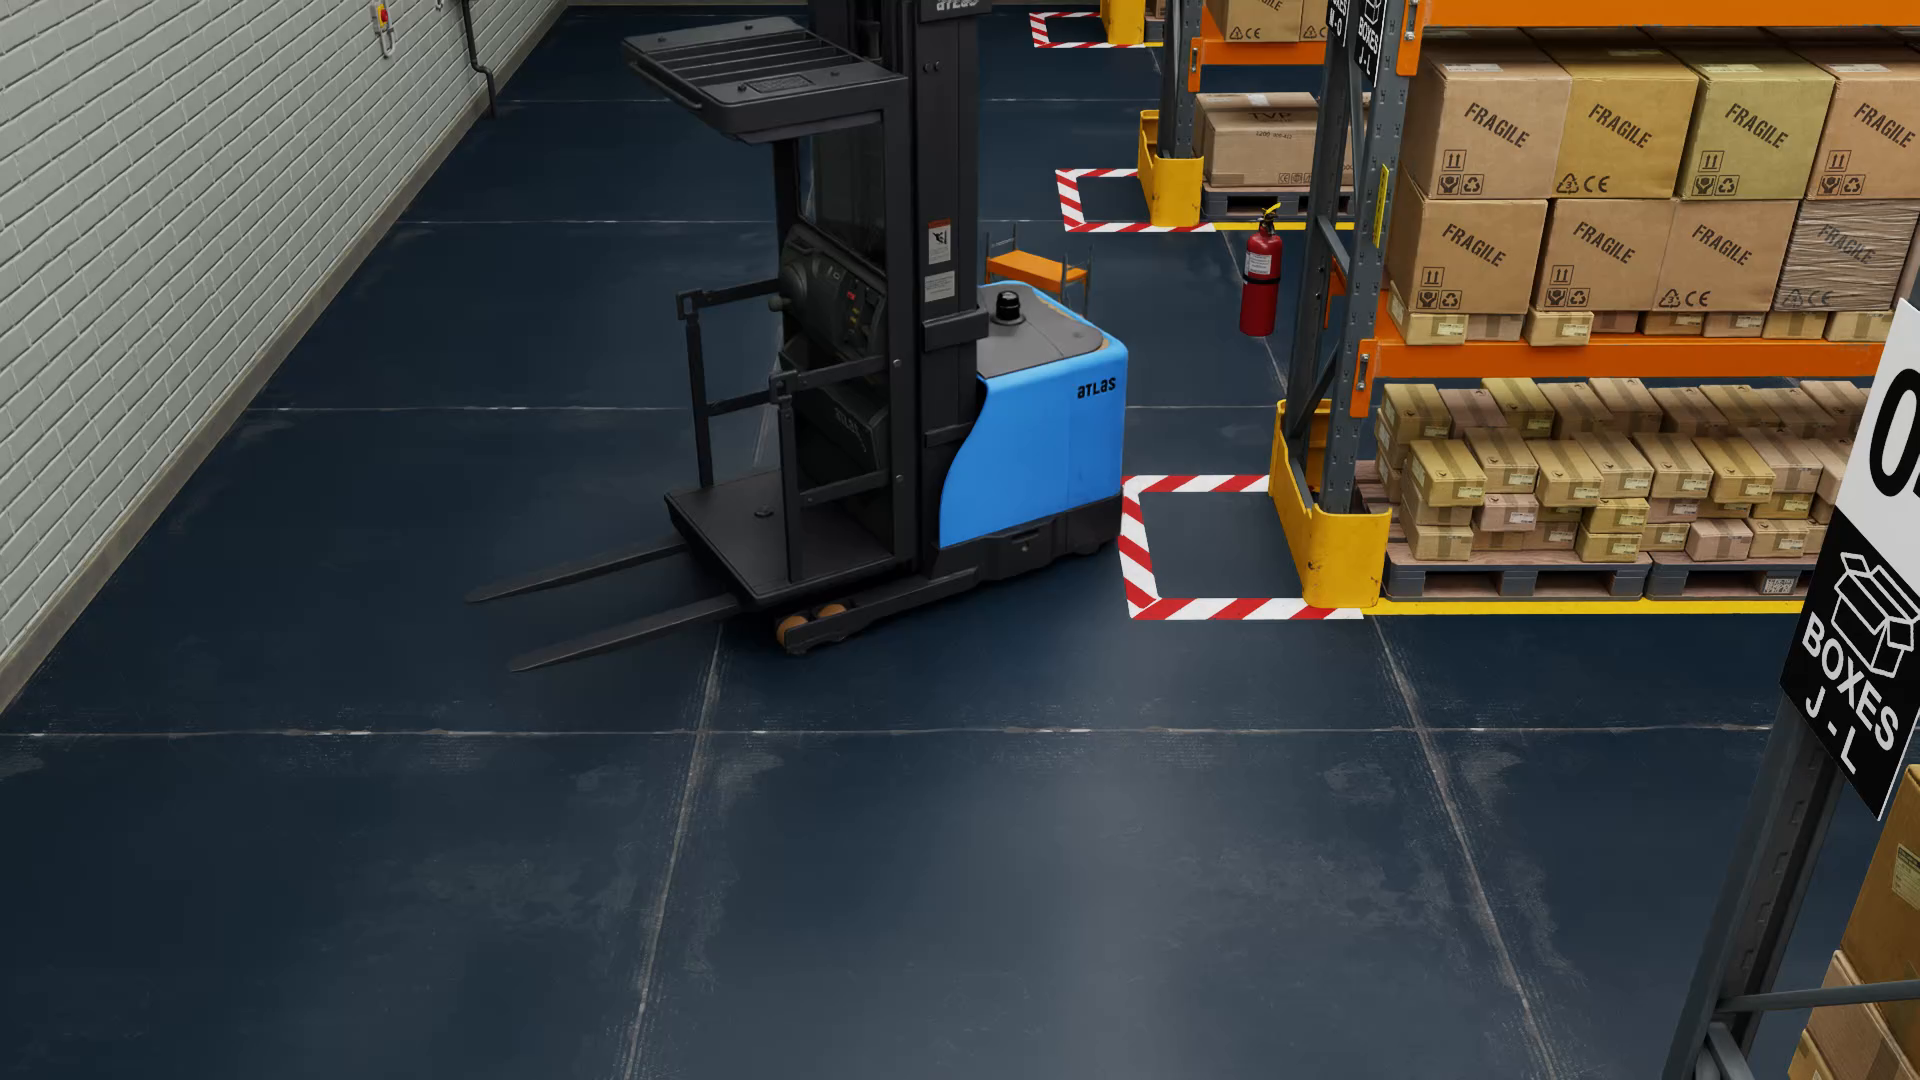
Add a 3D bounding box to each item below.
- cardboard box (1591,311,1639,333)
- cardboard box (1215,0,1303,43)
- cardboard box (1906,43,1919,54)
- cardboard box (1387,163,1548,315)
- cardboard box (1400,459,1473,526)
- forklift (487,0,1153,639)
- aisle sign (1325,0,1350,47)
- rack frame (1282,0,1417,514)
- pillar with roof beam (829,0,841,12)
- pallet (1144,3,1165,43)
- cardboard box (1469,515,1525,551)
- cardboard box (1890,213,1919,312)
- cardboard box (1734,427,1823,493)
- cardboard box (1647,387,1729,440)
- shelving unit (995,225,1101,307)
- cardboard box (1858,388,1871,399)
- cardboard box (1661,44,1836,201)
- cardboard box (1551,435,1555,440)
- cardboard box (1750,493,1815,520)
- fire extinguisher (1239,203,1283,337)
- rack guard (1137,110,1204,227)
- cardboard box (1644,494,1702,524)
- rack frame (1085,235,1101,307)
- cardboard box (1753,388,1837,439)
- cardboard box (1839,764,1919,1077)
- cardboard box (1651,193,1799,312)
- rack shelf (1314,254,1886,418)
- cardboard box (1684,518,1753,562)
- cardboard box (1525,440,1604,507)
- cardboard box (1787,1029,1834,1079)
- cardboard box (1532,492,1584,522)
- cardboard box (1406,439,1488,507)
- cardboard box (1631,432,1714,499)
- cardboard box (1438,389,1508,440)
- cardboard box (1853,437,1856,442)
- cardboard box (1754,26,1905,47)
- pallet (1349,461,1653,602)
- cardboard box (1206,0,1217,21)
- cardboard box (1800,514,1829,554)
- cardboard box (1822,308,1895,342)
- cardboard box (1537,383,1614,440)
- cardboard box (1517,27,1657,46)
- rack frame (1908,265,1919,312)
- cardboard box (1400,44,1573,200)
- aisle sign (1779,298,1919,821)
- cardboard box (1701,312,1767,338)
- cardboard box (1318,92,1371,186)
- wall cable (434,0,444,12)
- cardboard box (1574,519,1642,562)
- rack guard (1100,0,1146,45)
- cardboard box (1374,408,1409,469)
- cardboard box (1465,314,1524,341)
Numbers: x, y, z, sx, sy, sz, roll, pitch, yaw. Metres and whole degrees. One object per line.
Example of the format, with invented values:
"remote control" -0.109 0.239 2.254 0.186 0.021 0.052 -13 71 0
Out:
"cardboard box" 2.812 -1.059 7.346 0.250 0.149 0.380 1 31 2
"cardboard box" 2.055 -3.731 11.411 0.500 0.500 0.500 0 31 -1
"cardboard box" 4.207 -1.738 6.875 0.500 0.500 0.500 1 31 1
"cardboard box" 2.155 -1.296 7.111 0.500 0.500 0.500 1 31 2
"cardboard box" 2.230 -0.225 7.785 0.250 0.149 0.380 1 31 2
"forklift" -0.659 -1.119 7.268 3.031 2.935 1.130 -13 34 -20
"aisle sign" 1.630 -2.535 7.030 0.004 0.787 0.394 0 31 0
"rack frame" 1.704 -1.268 7.448 0.127 3.000 1.000 0 31 0
"pillar with roof beam" -1.136 -7.201 11.443 0.400 9.000 9.100 0 31 0
"pallet" 2.413 -5.221 16.652 1.213 0.211 1.003 0 31 0
"cardboard box" 2.492 -0.108 7.879 0.250 0.149 0.380 0 31 0
"cardboard box" 4.206 -1.301 7.119 0.500 0.500 0.500 0 31 -1
"cardboard box" 3.797 -0.373 7.744 0.250 0.149 0.380 0 31 0
"cardboard box" 3.534 -0.595 8.109 0.250 0.149 0.380 -1 31 -2
"shelving unit" 0.441 -1.017 8.762 0.503 1.200 0.258 9 31 15
"cardboard box" 4.570 -0.593 8.106 0.250 0.149 0.380 -1 31 -2
"cardboard box" 3.180 -1.724 6.853 0.500 0.500 0.500 -1 31 -1
"cardboard box" 3.020 -0.456 8.166 0.250 0.149 0.380 -1 31 -1
"cardboard box" 3.812 -0.255 7.836 0.250 0.149 0.380 1 31 2
"fire extinguisher" 1.450 -1.314 7.958 0.183 0.674 0.296 0 31 0
"rack guard" 1.550 -2.767 12.328 0.348 0.500 1.175 0 31 0
"cardboard box" 3.270 -0.237 7.806 0.250 0.149 0.380 -2 31 -3
"rack frame" 0.673 -0.979 8.698 0.015 1.200 0.240 9 31 15
"cardboard box" 4.043 -0.591 8.102 0.250 0.149 0.380 -1 31 -2
"cardboard box" 2.119 0.783 3.202 0.500 0.500 0.500 0 31 0
"cardboard box" 3.180 -1.306 7.128 0.500 0.500 0.500 0 31 0
"rack shelf" 3.704 -0.967 7.645 4.000 0.370 1.077 0 31 0
"cardboard box" 3.500 -0.062 7.804 0.250 0.149 0.380 -2 31 -3
"cardboard box" 2.758 -0.306 7.633 0.250 0.149 0.380 0 31 0
"cardboard box" 1.987 1.240 3.556 0.250 0.149 0.380 0 31 1
"cardboard box" 2.748 -0.243 7.815 0.250 0.149 0.380 0 31 0
"cardboard box" 2.230 -0.309 7.637 0.250 0.149 0.380 -2 31 -3
"cardboard box" 3.283 -0.346 7.698 0.250 0.149 0.380 1 31 2
"cardboard box" 2.484 -0.587 8.096 0.250 0.149 0.380 0 31 1
"cardboard box" 4.316 -0.325 7.663 0.250 0.149 0.380 -2 31 -3
"cardboard box" 3.716 -2.007 7.319 0.500 0.500 0.500 -1 31 -2
"pallet" 2.593 -0.060 8.146 1.213 0.211 1.003 0 31 0
"cardboard box" 2.054 -4.017 11.883 0.500 0.500 0.500 0 31 0
"cardboard box" 4.018 -0.094 7.857 0.250 0.149 0.380 0 31 1
"cardboard box" 3.857 -1.009 7.263 0.250 0.149 0.380 0 31 1
"cardboard box" 3.001 -0.622 8.153 0.250 0.149 0.380 -1 31 -2
"cardboard box" 2.667 -1.998 7.304 0.500 0.500 0.500 -1 31 -2
"rack frame" 1.633 -1.260 1.651 0.127 3.000 1.000 0 31 0
"cardboard box" 2.155 -1.729 6.861 0.500 0.500 0.500 0 31 -1
"aisle sign" 1.560 0.038 2.789 0.004 0.787 0.394 0 31 0
"cardboard box" 3.331 -1.033 7.303 0.250 0.149 0.380 -1 31 -1
"cardboard box" 3.148 -2.981 12.336 0.875 0.438 0.875 1 31 1
"wall cable" -4.085 -4.976 12.580 0.122 1.984 0.588 0 31 0
"cardboard box" 2.996 -0.056 7.794 0.250 0.149 0.380 0 31 0
"rack guard" 1.616 -5.342 16.572 0.348 0.500 1.175 0 31 0
"cardboard box" 2.231 -0.506 8.249 0.250 0.149 0.380 -1 31 -2
"cardboard box" 2.285 -1.014 7.272 0.250 0.149 0.380 1 31 1
